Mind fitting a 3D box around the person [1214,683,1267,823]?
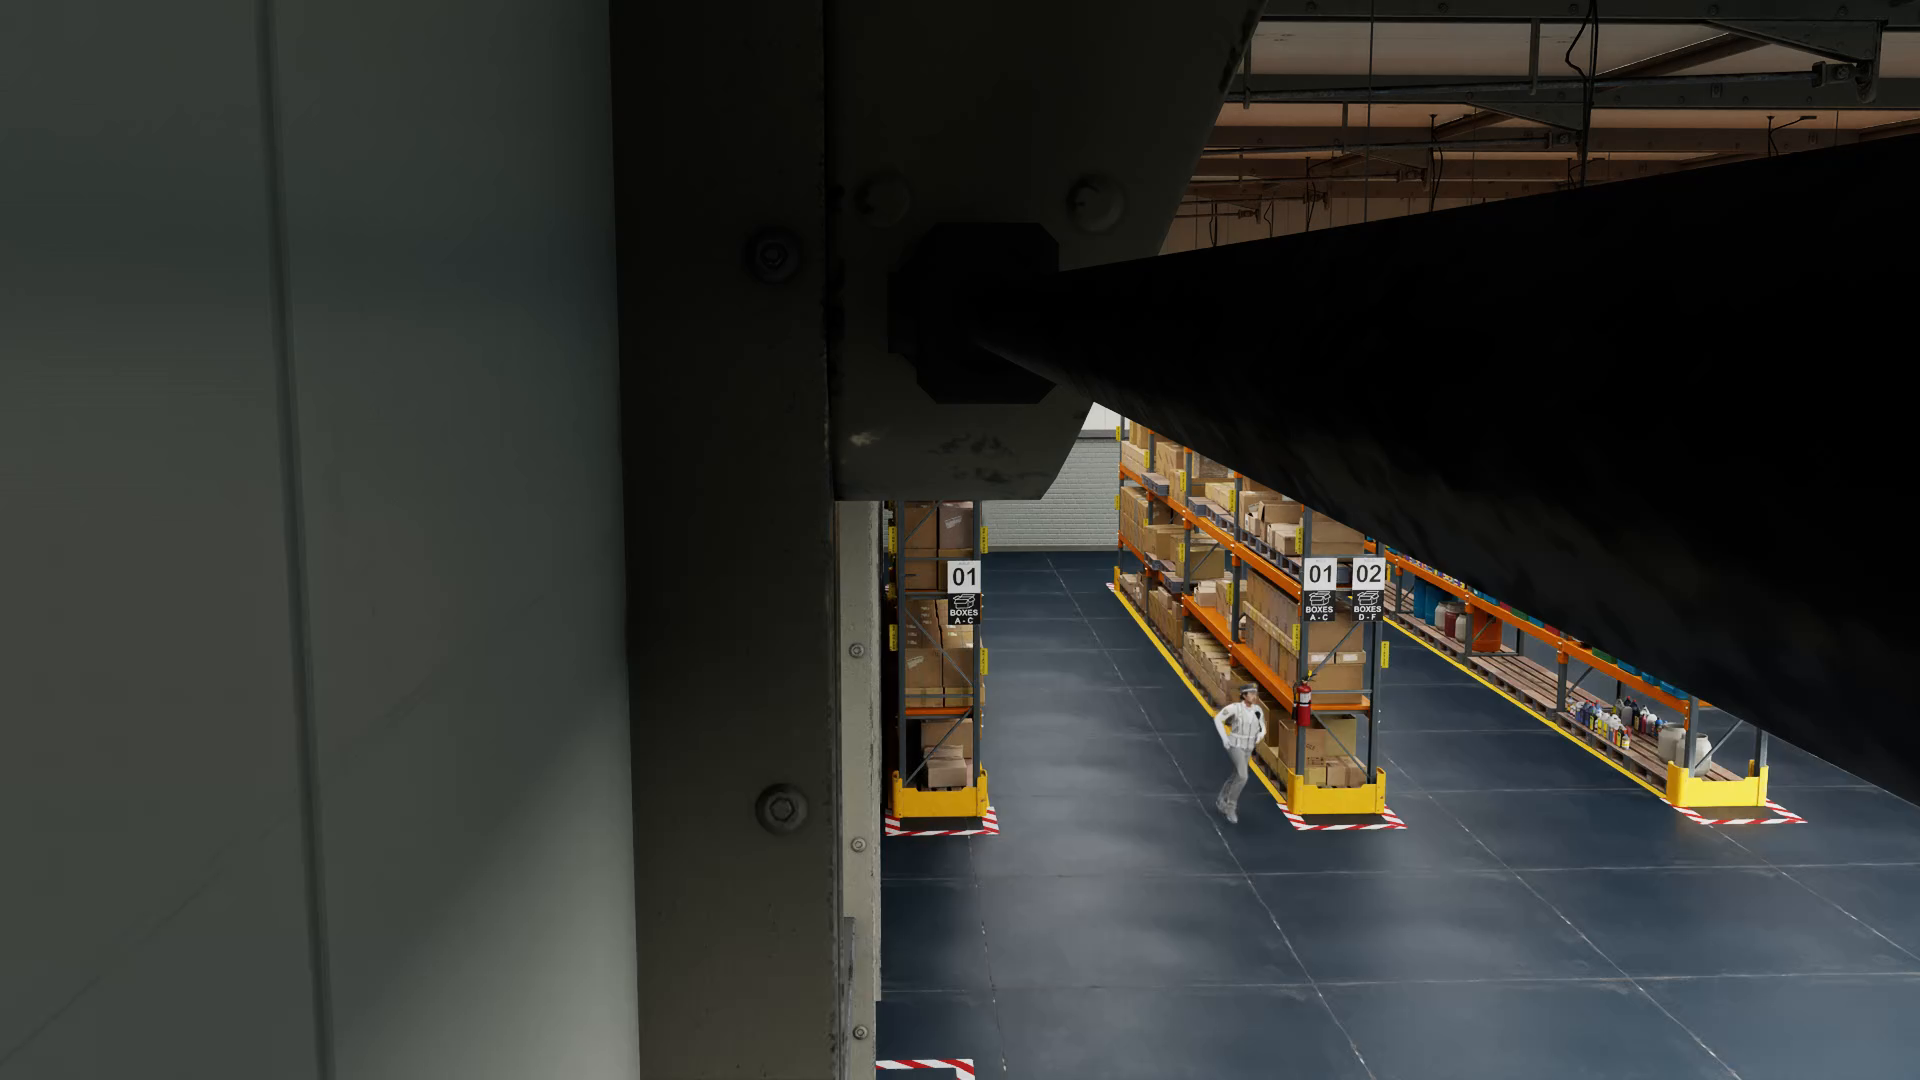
[{"bbox_3d":[3.473,2.588,20.473,0.604,1.713,0.646,-5,9,-29],"label":"person"}]
